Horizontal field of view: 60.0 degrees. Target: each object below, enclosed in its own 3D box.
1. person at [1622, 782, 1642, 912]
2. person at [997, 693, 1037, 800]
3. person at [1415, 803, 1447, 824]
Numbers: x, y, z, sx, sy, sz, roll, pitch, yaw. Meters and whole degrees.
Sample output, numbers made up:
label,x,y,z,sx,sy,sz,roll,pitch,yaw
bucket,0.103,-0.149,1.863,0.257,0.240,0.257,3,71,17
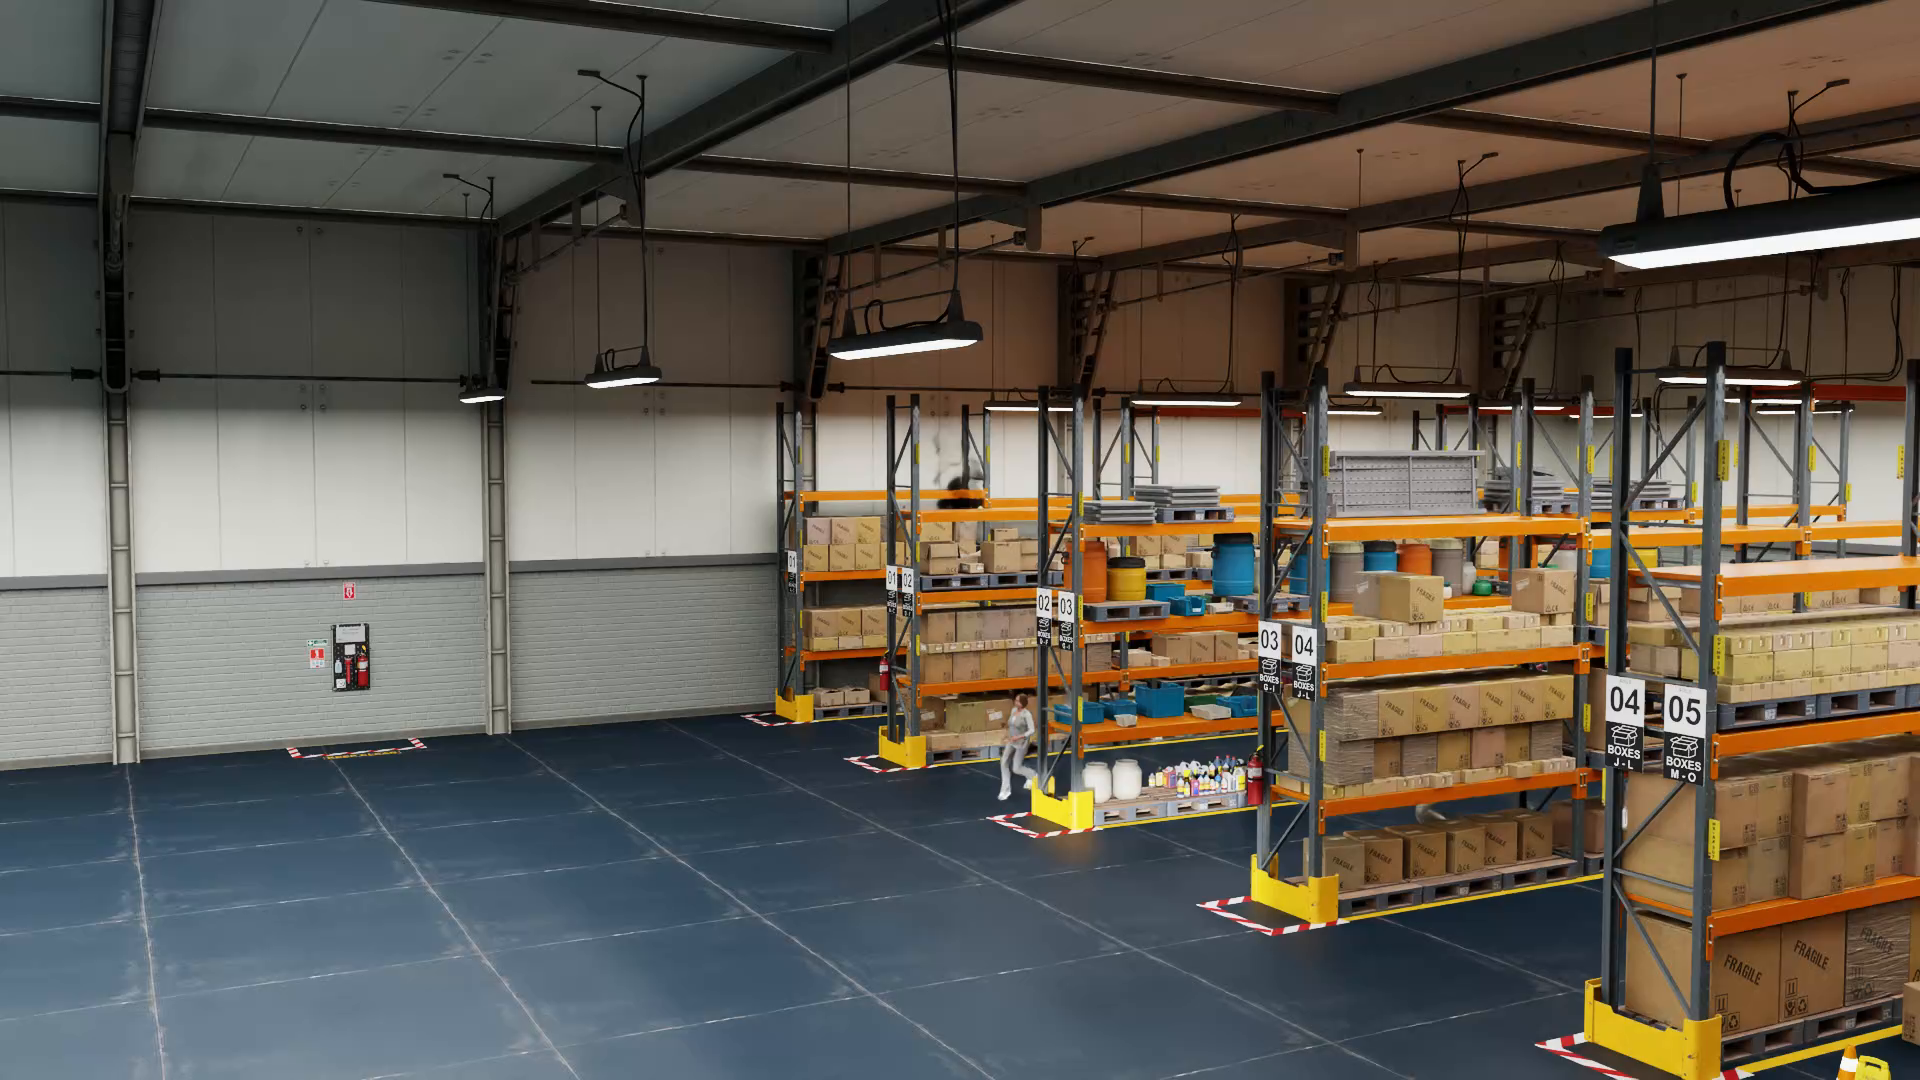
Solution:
label,x,y,z,sx,sy,sz,roll,pitch,yaw
person,6.889,3.327,16.930,0.769,1.738,0.687,-2,4,-34
person,0.904,3.025,24.396,0.725,1.590,0.580,-3,4,-41
person,5.991,3.146,21.292,0.555,1.631,0.558,-2,4,-31
